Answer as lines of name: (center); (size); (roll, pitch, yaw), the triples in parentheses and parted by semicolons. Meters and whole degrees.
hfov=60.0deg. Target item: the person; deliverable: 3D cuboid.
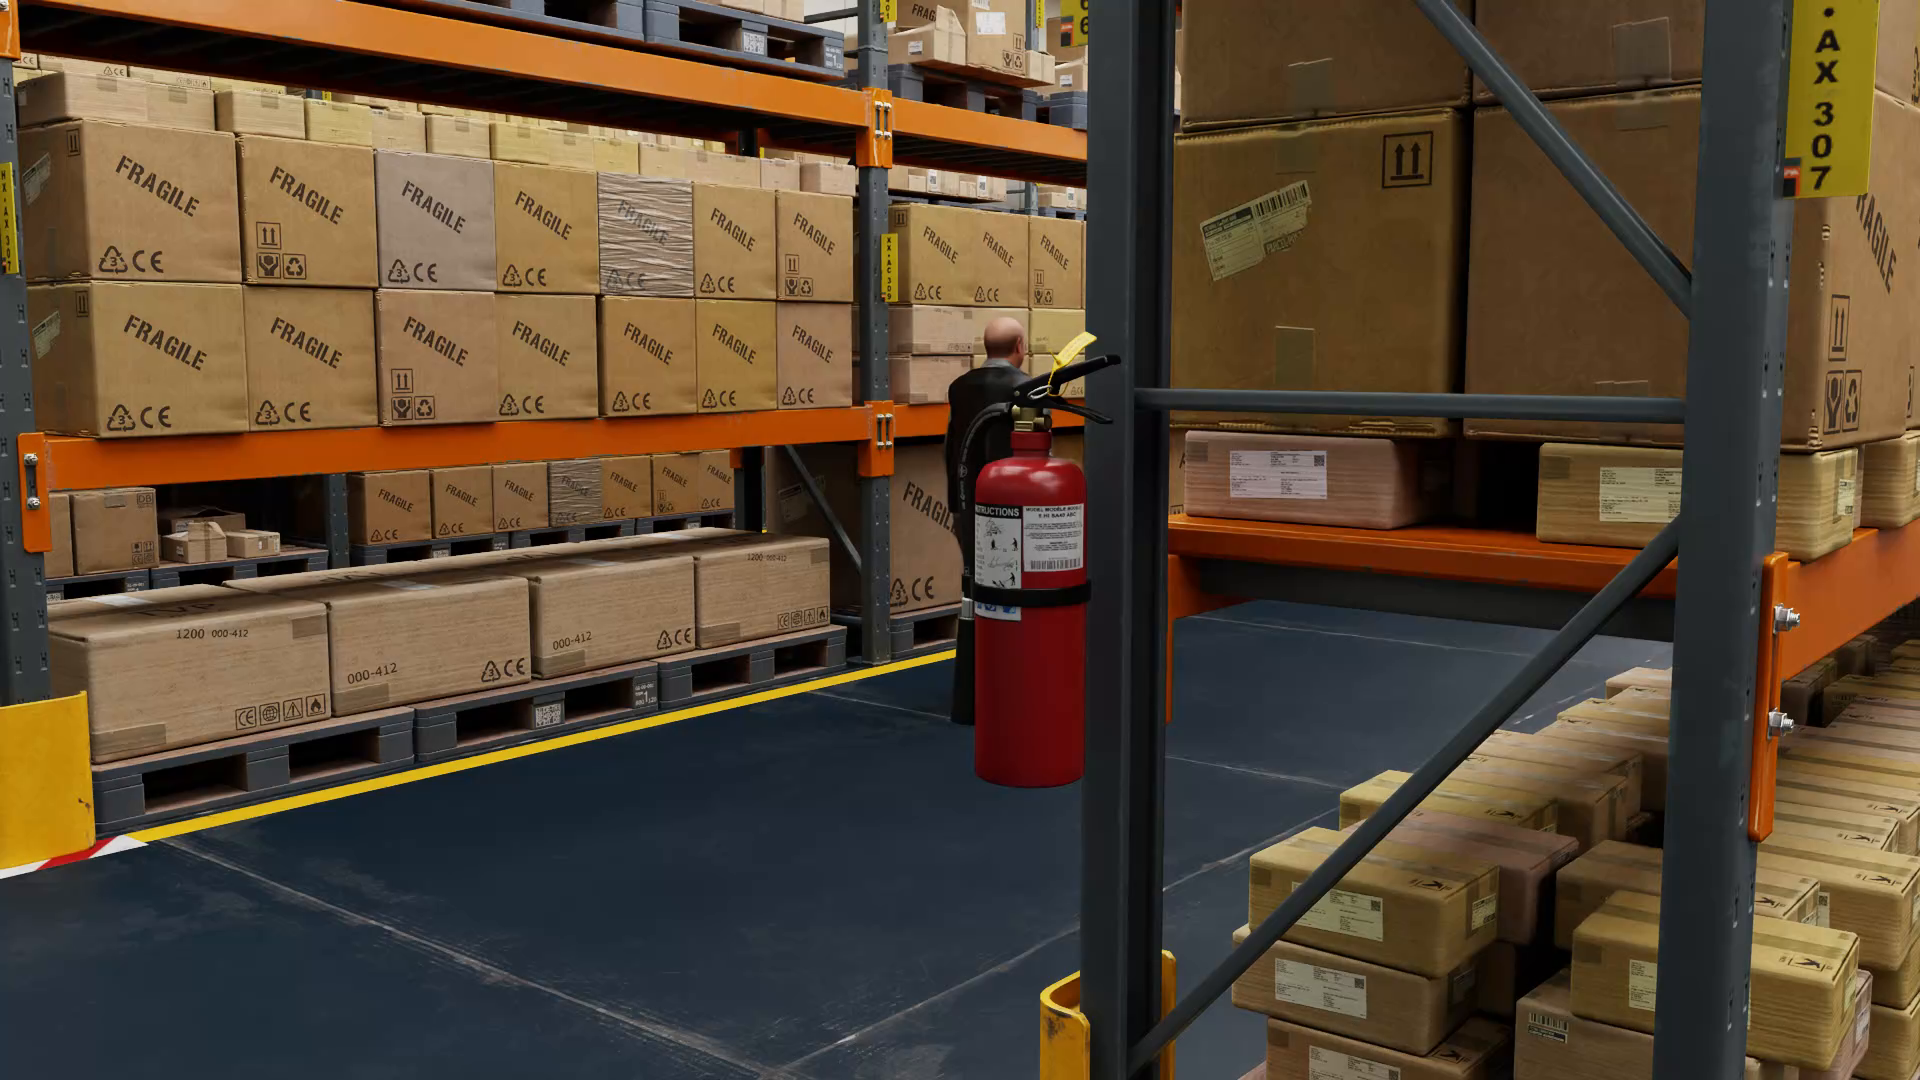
person: (0.185, -0.124, 7.400); (0.568, 1.722, 0.377); (5, 8, 37)
